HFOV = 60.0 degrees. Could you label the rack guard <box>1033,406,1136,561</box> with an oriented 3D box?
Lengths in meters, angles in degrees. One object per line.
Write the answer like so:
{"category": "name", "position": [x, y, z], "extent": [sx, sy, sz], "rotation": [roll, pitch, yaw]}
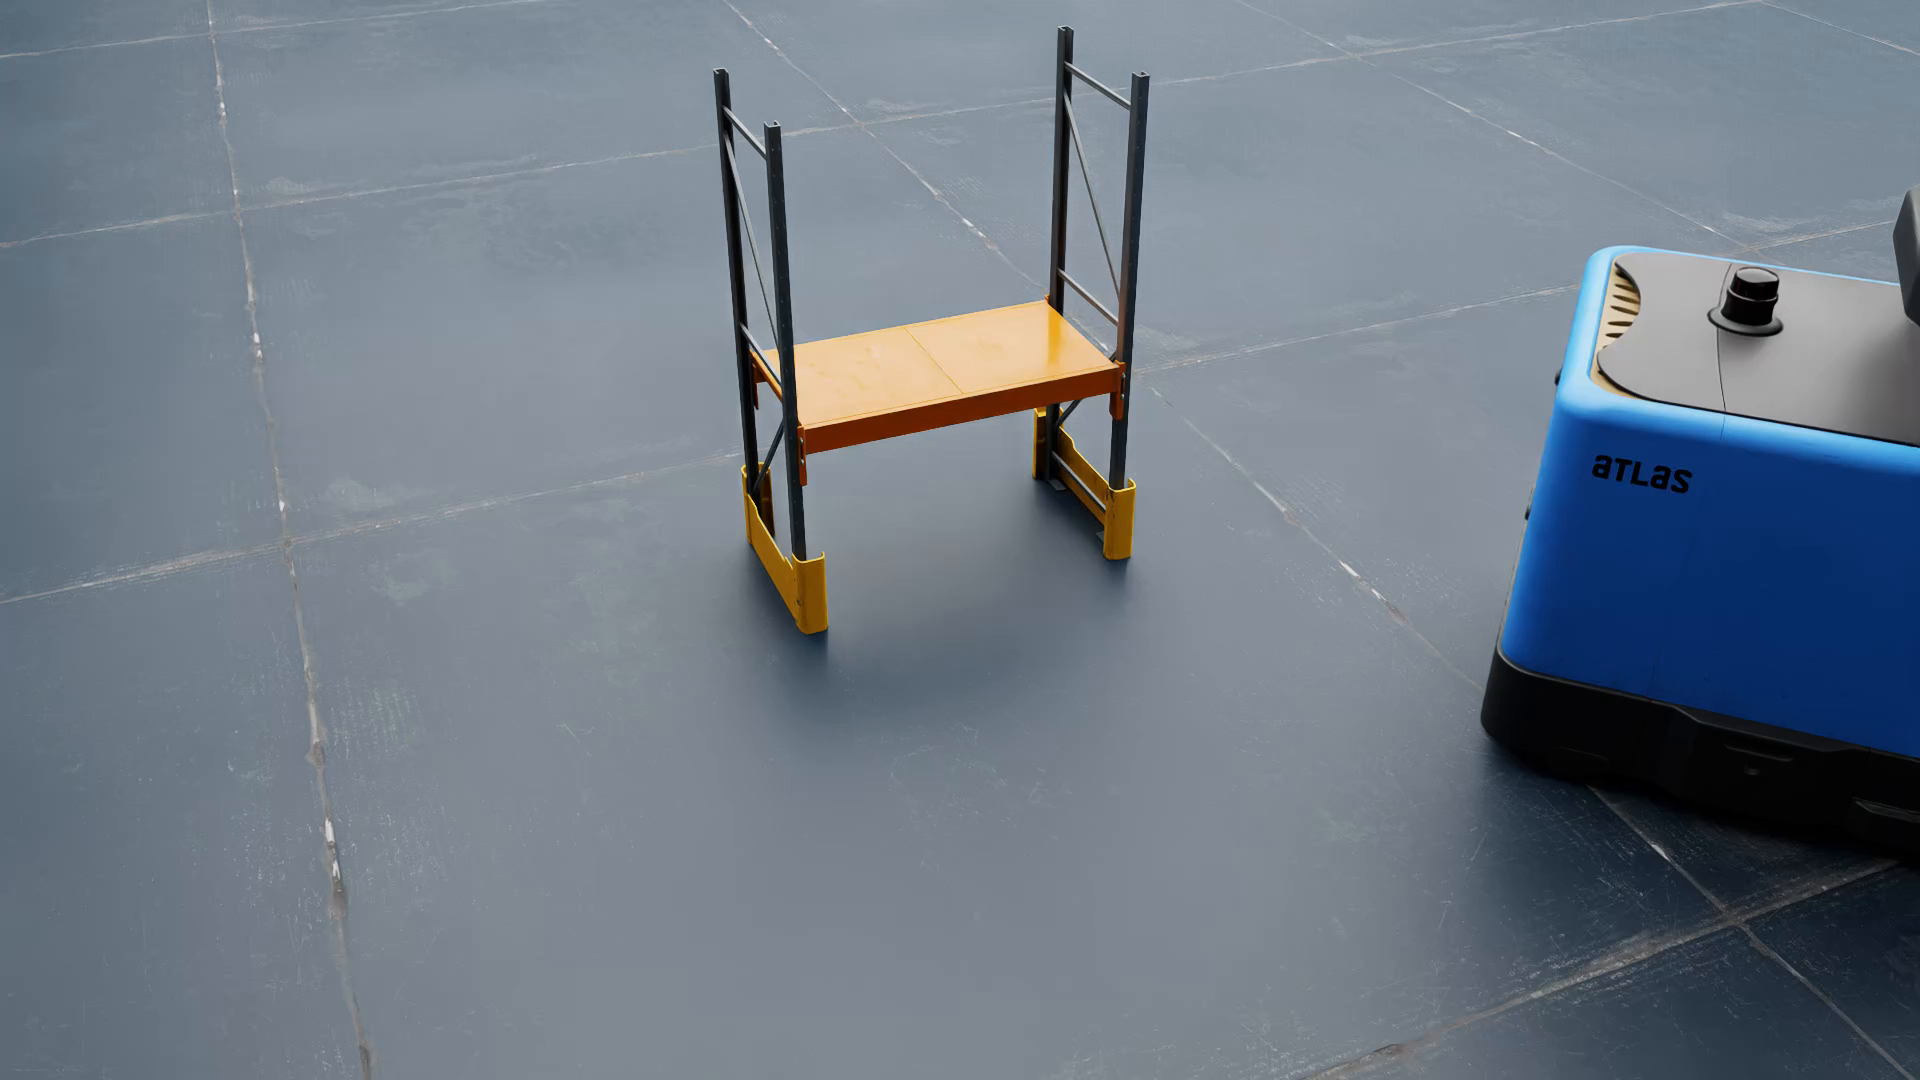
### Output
{"category": "rack guard", "position": [0.389, -0.194, 5.319], "extent": [0.087, 0.250, 0.587], "rotation": [-13, 35, -19]}

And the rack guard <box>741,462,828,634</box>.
{"category": "rack guard", "position": [-0.529, 0.016, 4.996], "extent": [0.087, 0.250, 0.587], "rotation": [-13, 35, -19]}

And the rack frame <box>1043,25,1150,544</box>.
{"category": "rack frame", "position": [0.390, -0.718, 4.978], "extent": [0.032, 1.500, 0.500], "rotation": [-13, 35, -19]}

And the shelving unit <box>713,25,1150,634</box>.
{"category": "shelving unit", "position": [-0.070, -0.613, 4.816], "extent": [1.083, 1.500, 0.587], "rotation": [-13, 35, -19]}

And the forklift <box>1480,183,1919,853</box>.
{"category": "forklift", "position": [2.939, -0.602, 3.488], "extent": [3.031, 2.935, 1.130], "rotation": [13, 35, 18]}

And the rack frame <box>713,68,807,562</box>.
{"category": "rack frame", "position": [-0.547, -0.503, 4.648], "extent": [0.032, 1.500, 0.500], "rotation": [-13, 35, -19]}

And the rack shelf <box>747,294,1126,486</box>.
{"category": "rack shelf", "position": [-0.079, -0.460, 4.911], "extent": [1.000, 0.185, 0.538], "rotation": [-13, 35, -19]}
